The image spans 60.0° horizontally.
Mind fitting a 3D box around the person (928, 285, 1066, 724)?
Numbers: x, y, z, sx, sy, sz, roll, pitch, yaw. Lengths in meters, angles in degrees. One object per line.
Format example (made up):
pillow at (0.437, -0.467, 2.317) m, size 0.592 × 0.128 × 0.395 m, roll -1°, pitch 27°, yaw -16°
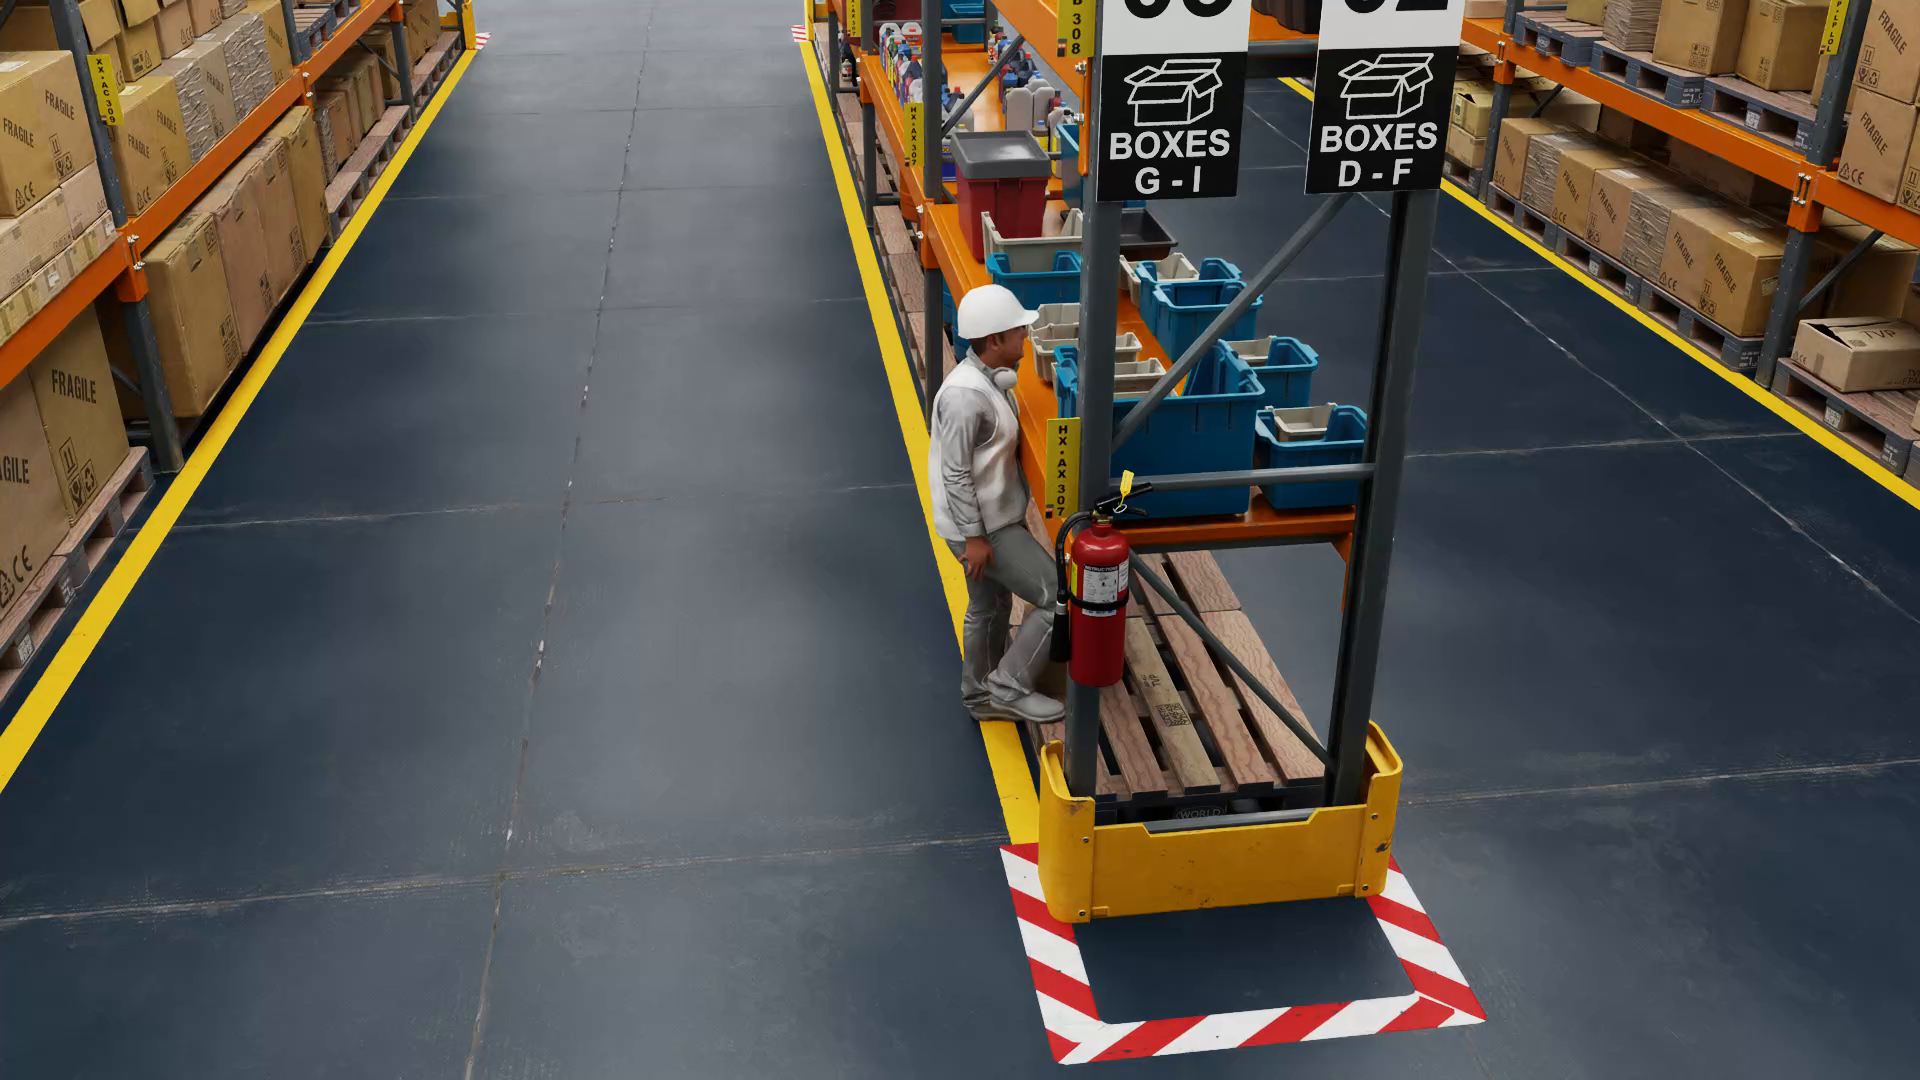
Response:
person at (0.188, -0.075, 6.213) m, size 0.610 × 1.778 × 0.637 m, roll 4°, pitch 27°, yaw 8°
